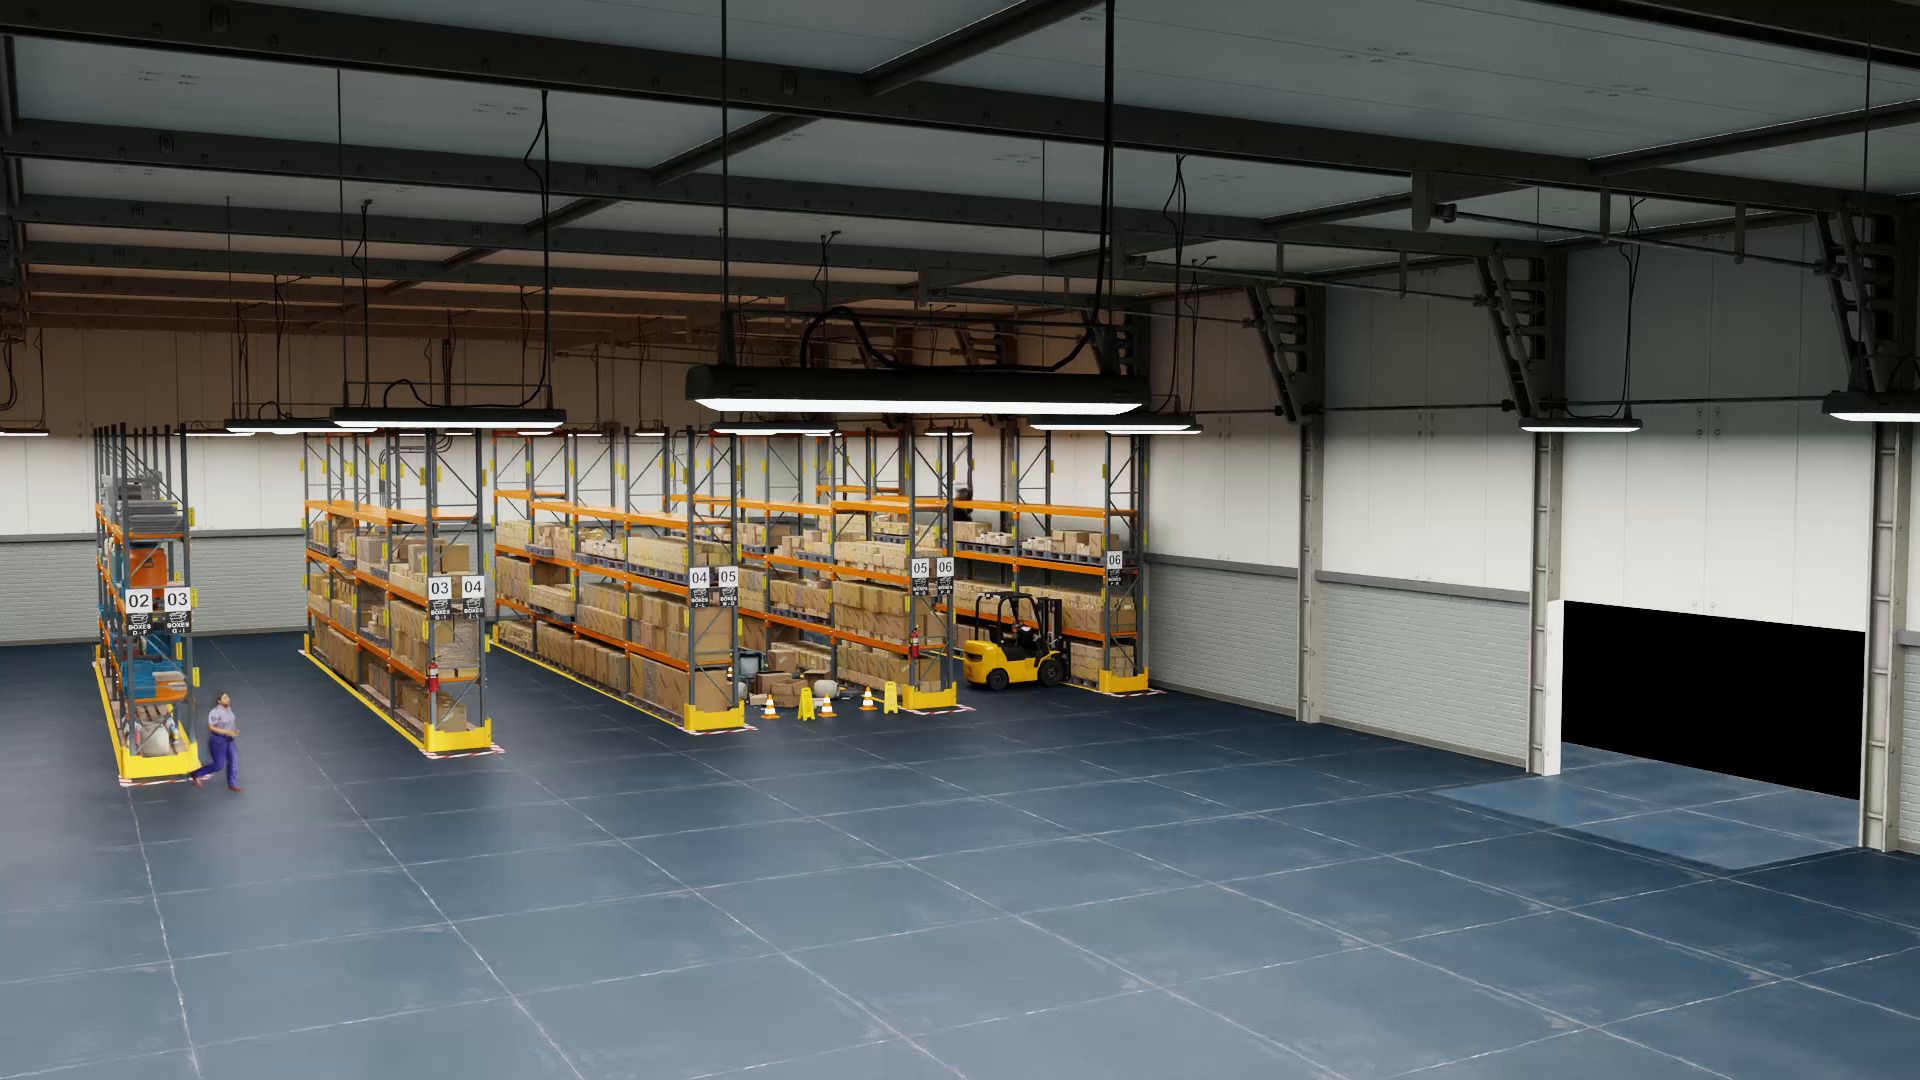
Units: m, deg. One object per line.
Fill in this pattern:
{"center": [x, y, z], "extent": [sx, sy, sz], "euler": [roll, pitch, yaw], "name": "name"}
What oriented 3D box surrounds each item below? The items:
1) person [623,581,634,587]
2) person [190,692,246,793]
{"center": [-9.994, 1.749, 50.318], "extent": [0.983, 1.791, 0.660], "euler": [-3, 4, -36], "name": "person"}
{"center": [-12.026, 3.288, 27.007], "extent": [0.828, 1.647, 0.615], "euler": [0, 3, 6], "name": "person"}
